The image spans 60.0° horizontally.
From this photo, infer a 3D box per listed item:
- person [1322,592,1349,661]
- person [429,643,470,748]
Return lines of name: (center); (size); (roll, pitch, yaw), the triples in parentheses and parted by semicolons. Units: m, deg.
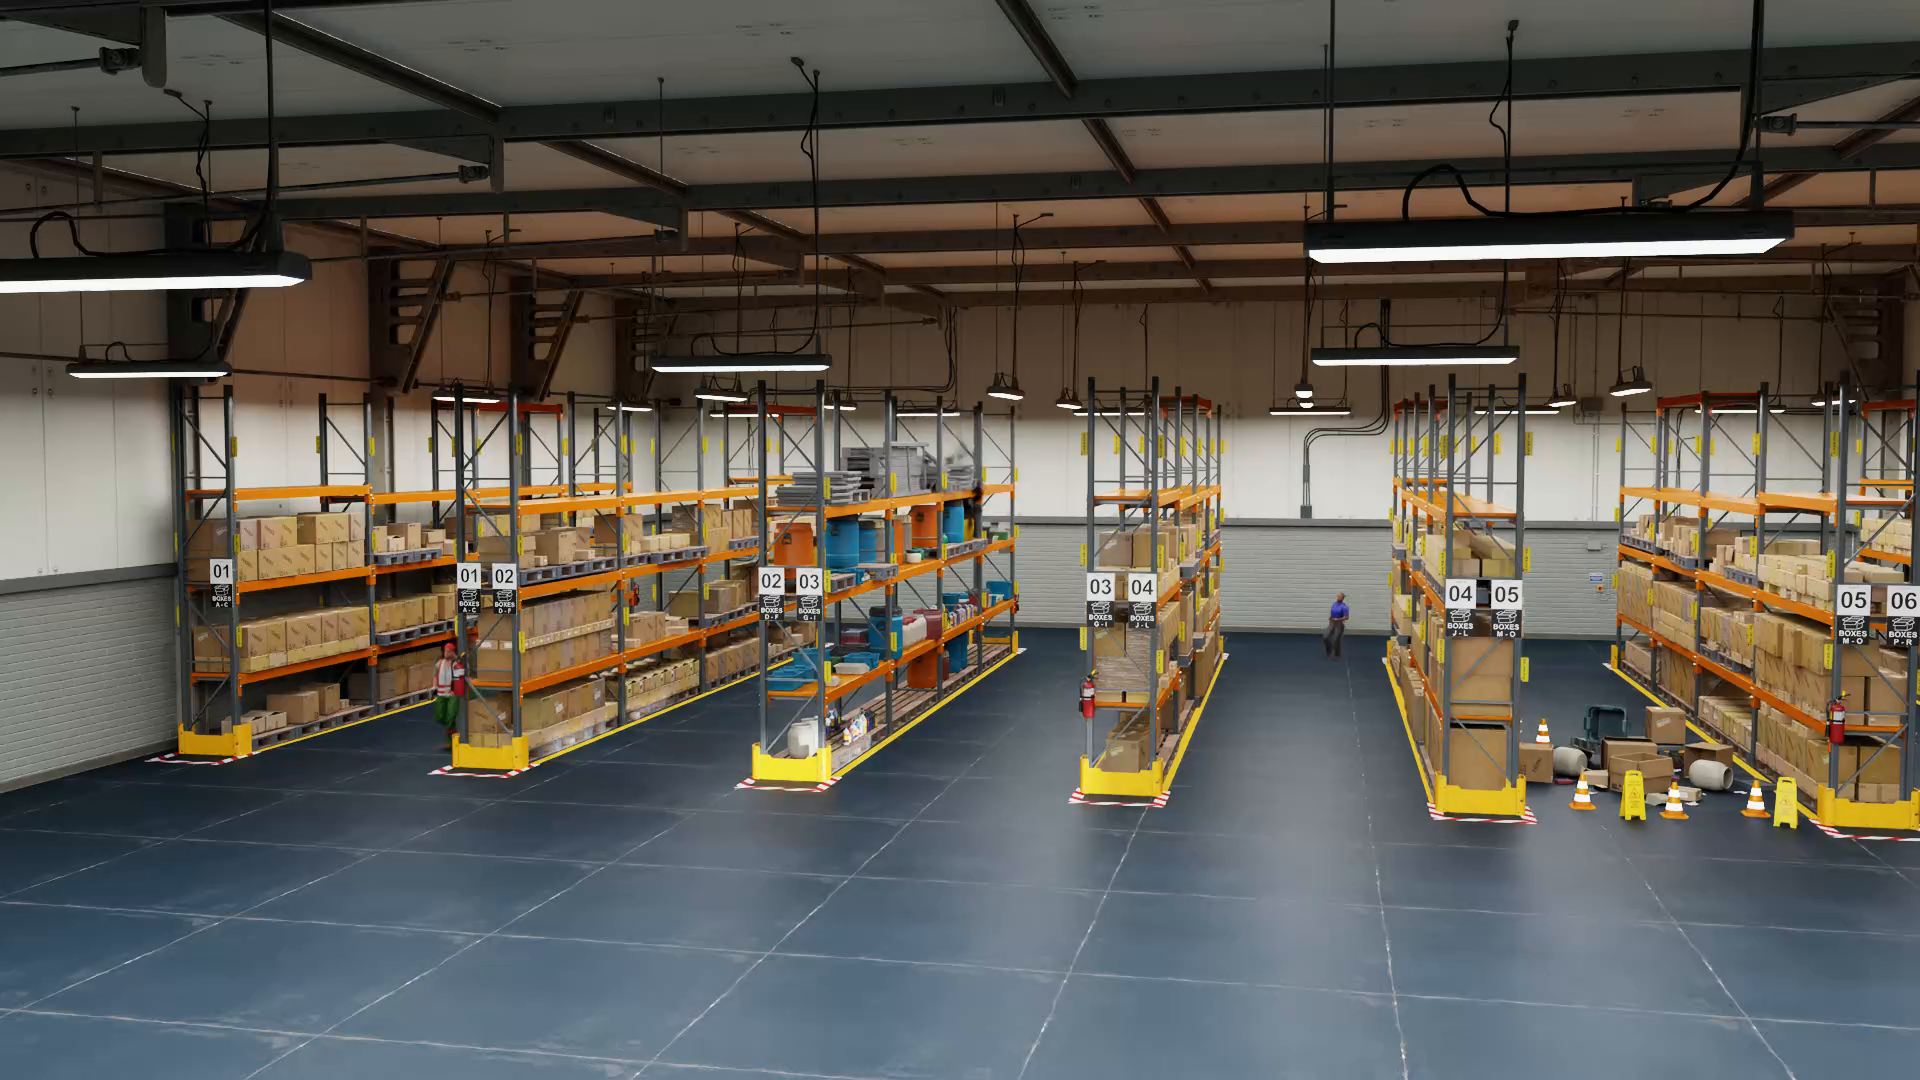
person: (8.817, 2.029, 38.864); (0.589, 1.627, 0.642); (-3, 4, -39)
person: (-8.492, 2.586, 27.683); (0.658, 1.738, 0.601); (0, 3, 5)
